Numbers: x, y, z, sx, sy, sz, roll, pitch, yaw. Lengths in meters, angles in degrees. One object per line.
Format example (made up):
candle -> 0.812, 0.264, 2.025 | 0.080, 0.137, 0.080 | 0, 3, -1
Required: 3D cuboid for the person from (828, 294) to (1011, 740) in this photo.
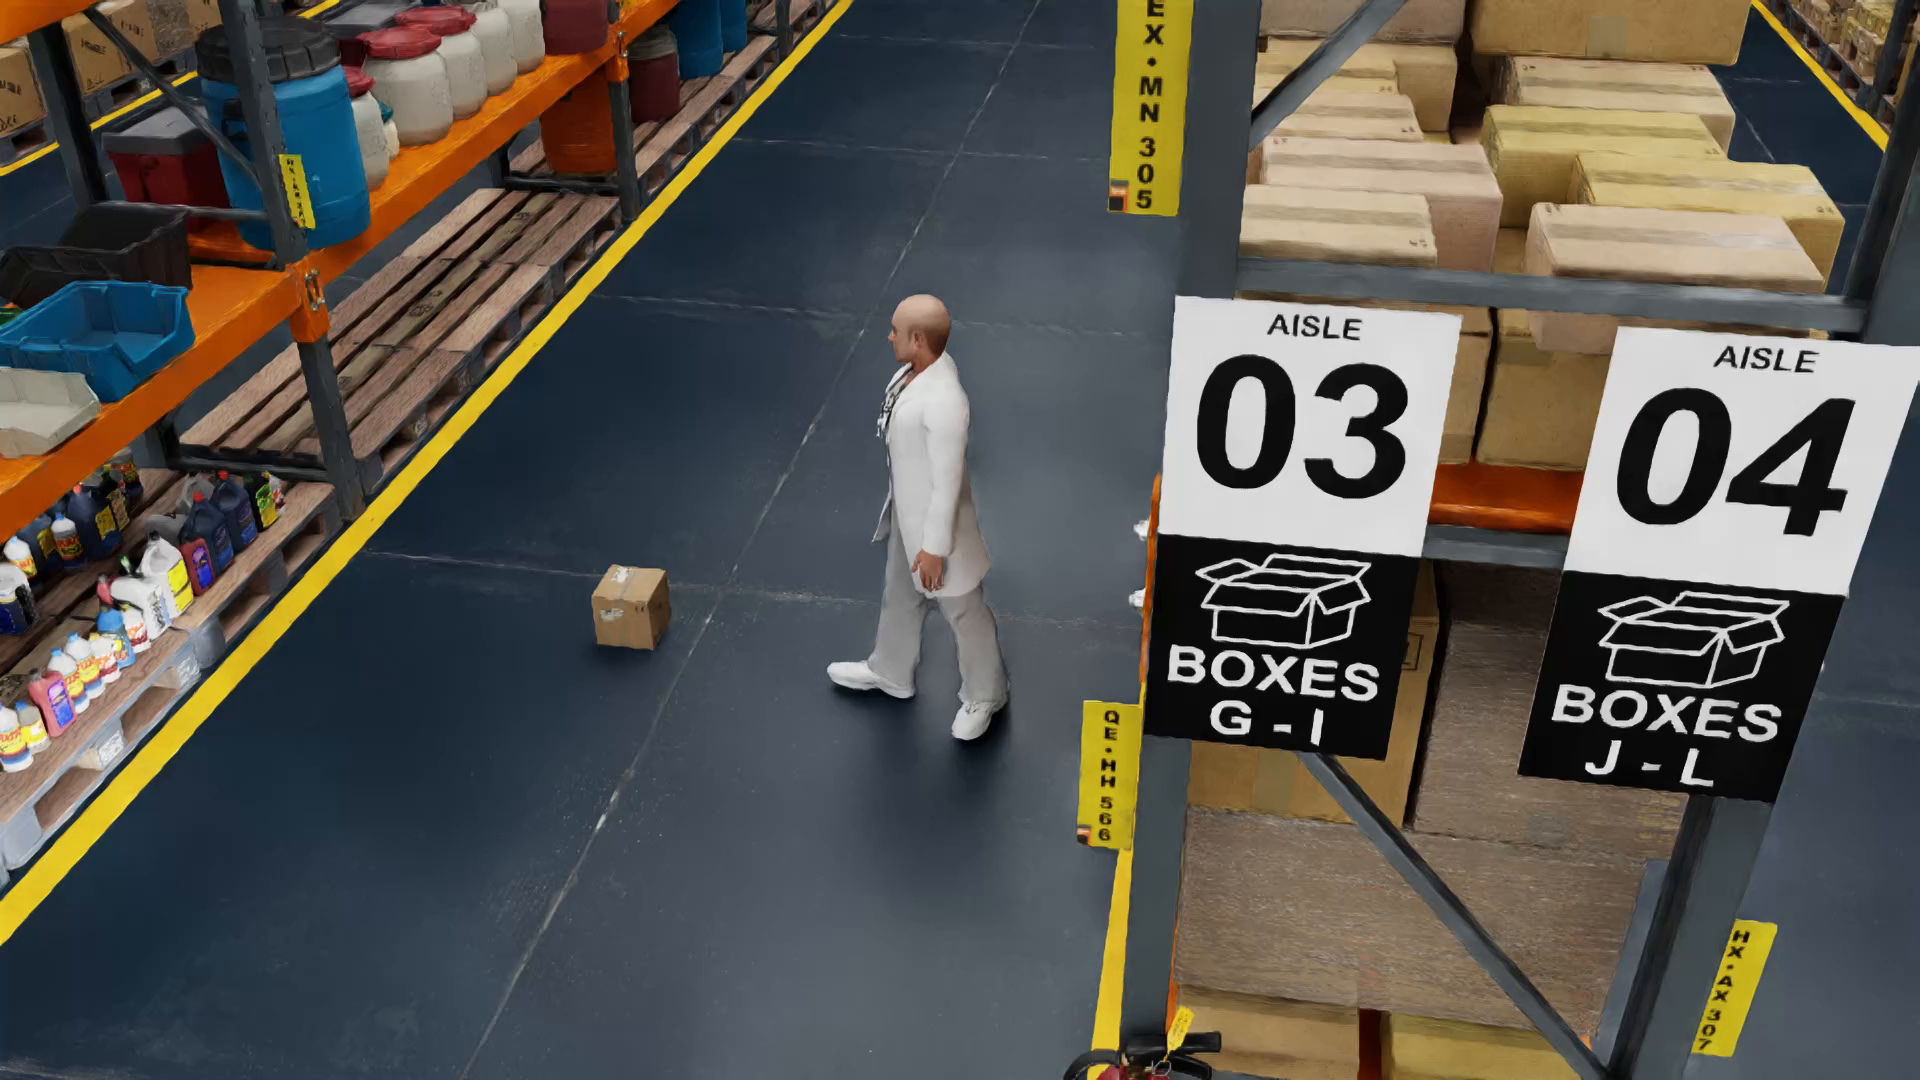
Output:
person -> -0.159, -0.103, 6.295 | 0.688, 1.773, 0.716 | -8, 33, -12
